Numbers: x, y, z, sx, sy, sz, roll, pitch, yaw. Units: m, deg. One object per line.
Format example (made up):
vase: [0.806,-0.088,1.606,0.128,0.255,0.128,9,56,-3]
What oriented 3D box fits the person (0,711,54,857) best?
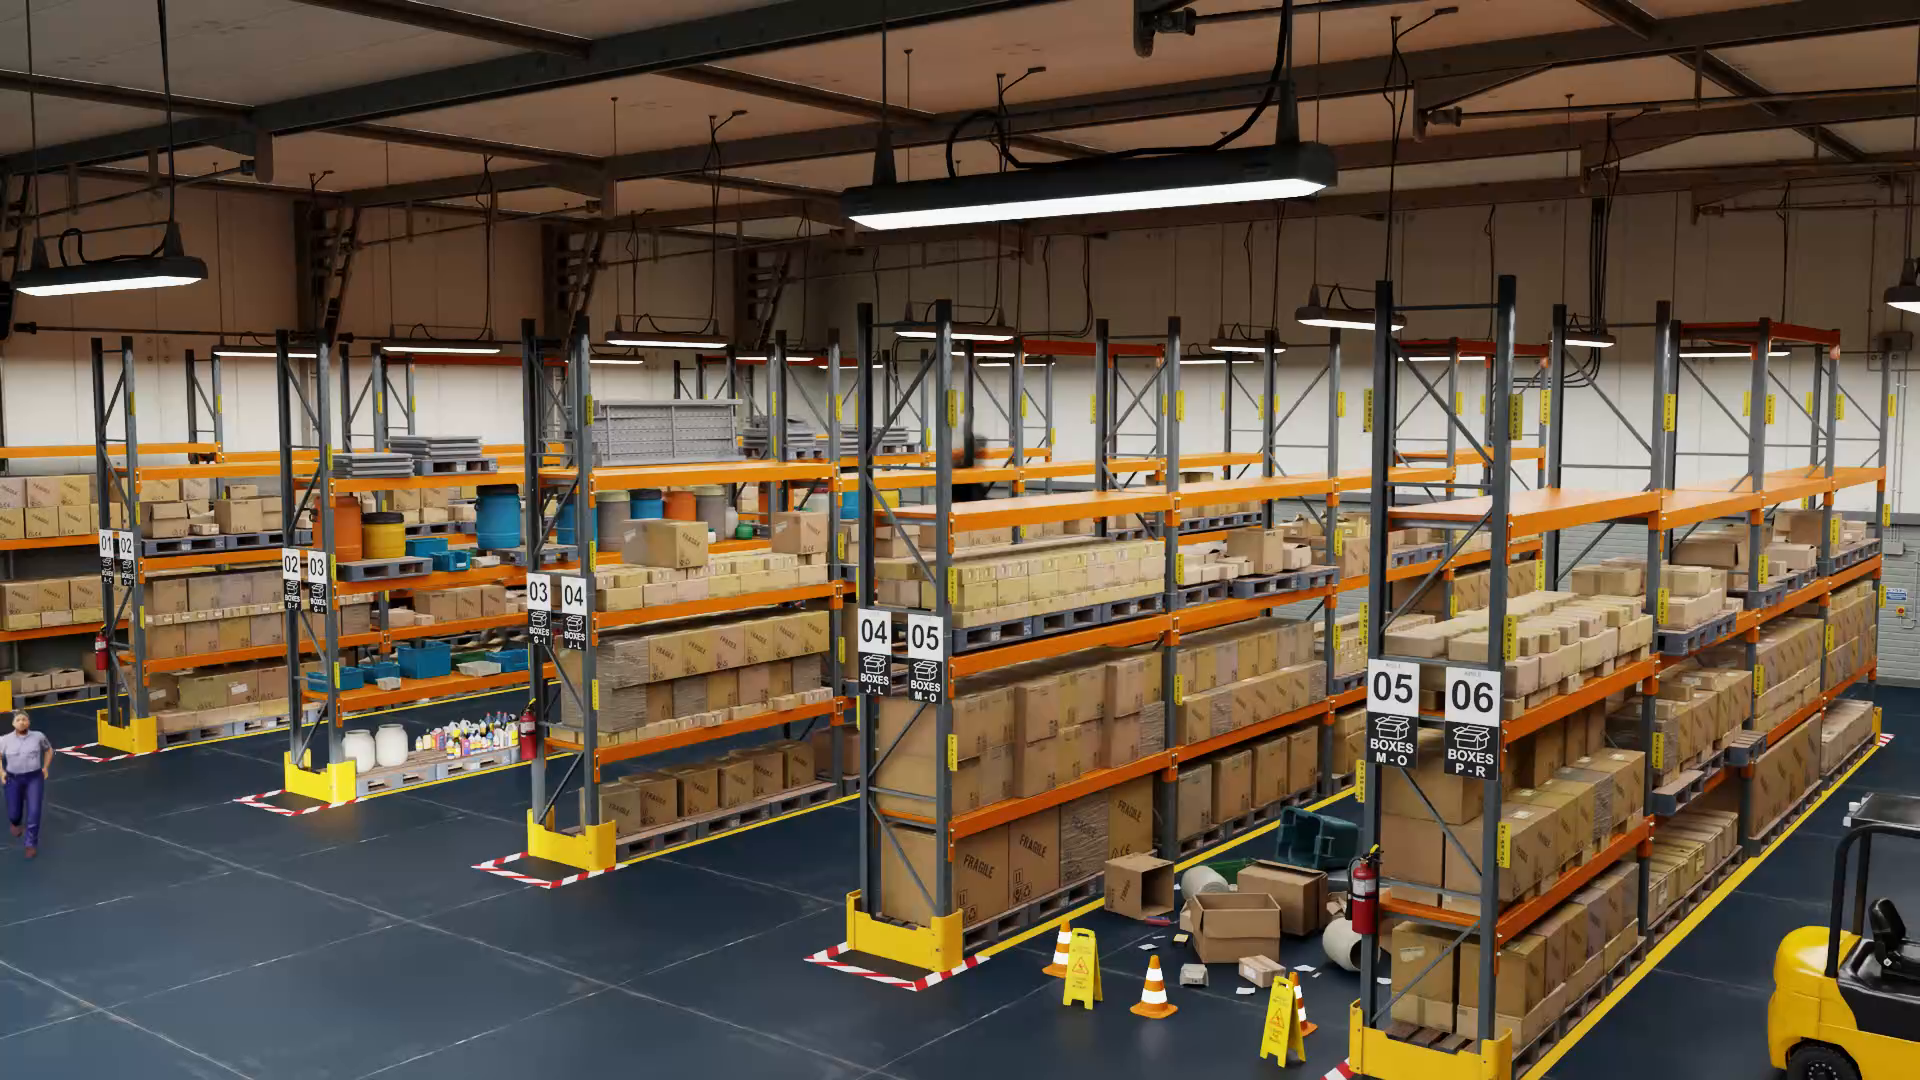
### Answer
person: [-10.590,2.733,18.832,0.615,1.619,0.720,-3,6,-33]

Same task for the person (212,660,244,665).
person: [-11.949,1.894,27.163,0.686,1.809,0.947,3,6,30]

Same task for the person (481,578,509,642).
person: [-8.791,1.526,31.536,0.635,1.817,0.836,4,6,35]
